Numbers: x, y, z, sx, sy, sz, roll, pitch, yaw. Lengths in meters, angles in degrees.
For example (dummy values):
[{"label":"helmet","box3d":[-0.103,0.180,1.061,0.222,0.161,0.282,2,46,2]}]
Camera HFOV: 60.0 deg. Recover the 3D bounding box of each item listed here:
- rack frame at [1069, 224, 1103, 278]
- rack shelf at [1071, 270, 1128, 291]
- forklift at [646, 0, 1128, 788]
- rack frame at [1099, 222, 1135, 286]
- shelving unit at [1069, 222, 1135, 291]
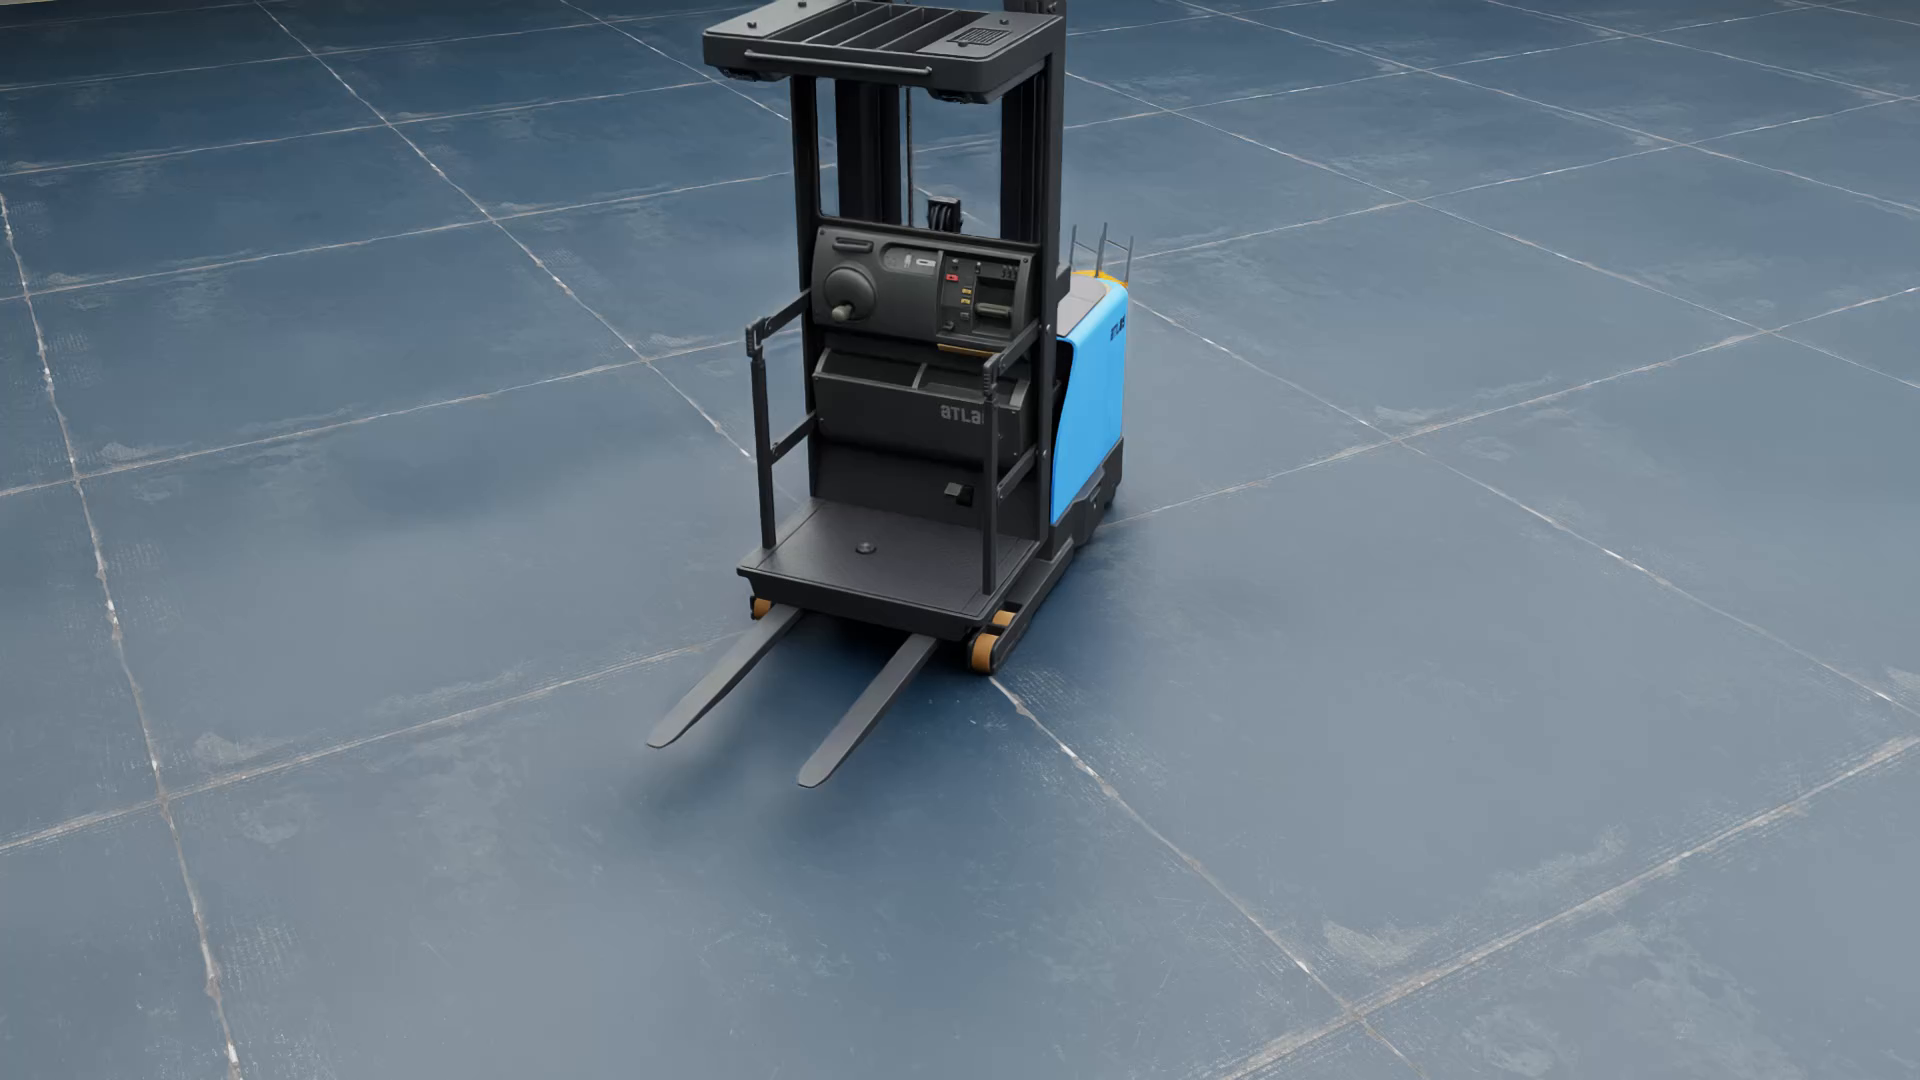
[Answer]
[{"label":"rack frame","box3d":[0.556,-0.931,8.160,0.006,1.200,0.240,-10,30,-30]},{"label":"rack shelf","box3d":[0.662,-1.228,8.070,0.180,0.103,0.258,-10,30,-30]},{"label":"forklift","box3d":[-0.241,-0.971,6.475,1.130,2.935,3.031,11,31,20]},{"label":"rack frame","box3d":[0.711,-0.960,8.252,0.006,1.200,0.240,-10,30,-30]},{"label":"shelving unit","box3d":[0.633,-0.945,8.206,0.189,1.200,0.258,-10,30,-30]}]
